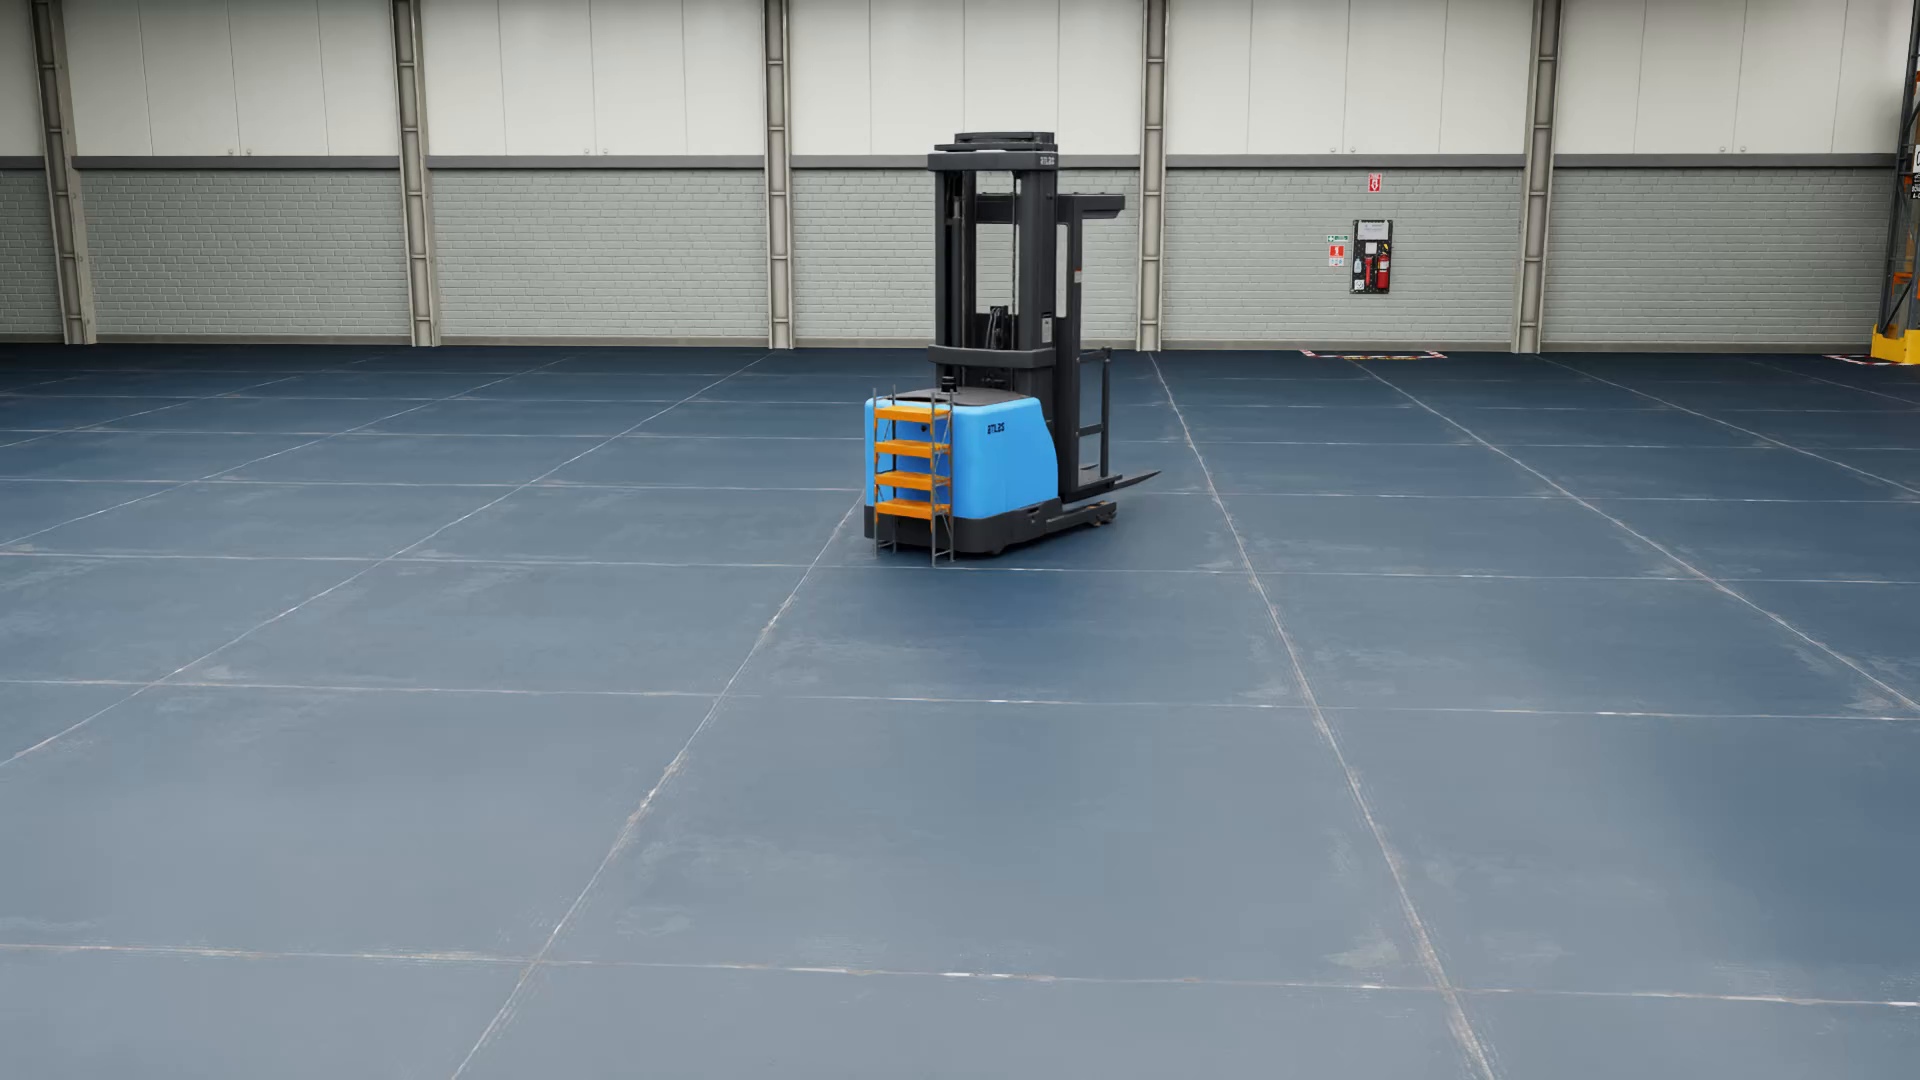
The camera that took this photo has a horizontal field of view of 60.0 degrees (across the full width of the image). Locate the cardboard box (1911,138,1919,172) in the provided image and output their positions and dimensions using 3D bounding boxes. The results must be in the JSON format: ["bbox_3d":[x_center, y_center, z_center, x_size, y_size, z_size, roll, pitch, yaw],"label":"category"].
[{"bbox_3d":[14.709,-5.796,25.029,0.500,0.500,0.500,2,12,8],"label":"cardboard box"}]

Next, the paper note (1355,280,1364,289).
[{"bbox_3d":[6.411,-4.099,26.688,0.142,0.148,0.016,1,12,4],"label":"paper note"}]

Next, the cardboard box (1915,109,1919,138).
[{"bbox_3d":[14.724,-6.287,24.934,0.500,0.500,0.500,1,12,6],"label":"cardboard box"}]

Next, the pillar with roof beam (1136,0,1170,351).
[{"bbox_3d":[2.772,-6.611,21.894,0.400,9.000,9.100,1,12,4],"label":"pillar with roof beam"}]

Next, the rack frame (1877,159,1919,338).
[{"bbox_3d":[14.276,-4.223,25.129,0.127,3.000,1.000,1,12,4],"label":"rack frame"}]

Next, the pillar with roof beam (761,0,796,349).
[{"bbox_3d":[-3.215,-6.693,22.286,0.400,9.000,9.100,1,12,4],"label":"pillar with roof beam"}]

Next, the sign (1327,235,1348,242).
[{"bbox_3d":[6.042,-4.817,26.589,0.331,0.109,0.001,1,12,4],"label":"sign"}]

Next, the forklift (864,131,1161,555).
[{"bbox_3d":[0.556,-1.581,12.669,1.130,2.935,3.031,8,14,34],"label":"forklift"}]

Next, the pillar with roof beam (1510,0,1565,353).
[{"bbox_3d":[8.758,-6.529,21.502,0.400,9.000,9.100,1,12,4],"label":"pillar with roof beam"}]

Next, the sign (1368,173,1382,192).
[{"bbox_3d":[6.581,-5.669,26.380,0.199,0.298,0.001,1,12,4],"label":"sign"}]

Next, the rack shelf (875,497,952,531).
[{"bbox_3d":[-0.320,-0.185,11.520,0.480,0.148,0.258,8,14,33],"label":"rack shelf"}]

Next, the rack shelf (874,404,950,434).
[{"bbox_3d":[-0.320,-0.830,11.385,0.480,0.148,0.258,8,14,33],"label":"rack shelf"}]

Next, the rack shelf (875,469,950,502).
[{"bbox_3d":[-0.320,-0.379,11.479,0.480,0.148,0.258,8,14,33],"label":"rack shelf"}]

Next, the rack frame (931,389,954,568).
[{"bbox_3d":[-0.118,-0.417,11.332,0.015,1.200,0.240,8,14,33],"label":"rack frame"}]

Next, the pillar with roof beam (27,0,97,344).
[{"bbox_3d":[-15.188,-6.857,23.071,0.400,9.000,9.100,1,12,4],"label":"pillar with roof beam"}]

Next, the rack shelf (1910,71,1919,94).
[{"bbox_3d":[16.272,-6.778,24.458,4.000,0.370,1.077,1,12,4],"label":"rack shelf"}]

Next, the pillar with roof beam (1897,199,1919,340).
[{"bbox_3d":[14.745,-6.447,21.109,0.400,9.000,9.100,1,12,4],"label":"pillar with roof beam"}]

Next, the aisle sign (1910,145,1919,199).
[{"bbox_3d":[14.184,-5.435,24.574,0.004,0.787,0.394,1,12,4],"label":"aisle sign"}]

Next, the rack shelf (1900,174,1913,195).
[{"bbox_3d":[16.272,-5.311,24.764,4.000,0.370,1.077,1,12,4],"label":"rack shelf"}]

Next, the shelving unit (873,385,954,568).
[{"bbox_3d":[-0.320,-0.445,11.465,0.503,1.200,0.258,8,14,33],"label":"shelving unit"}]

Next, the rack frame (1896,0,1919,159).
[{"bbox_3d":[14.276,-7.159,24.515,0.127,3.000,1.000,1,12,4],"label":"rack frame"}]

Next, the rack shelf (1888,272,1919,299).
[{"bbox_3d":[16.272,-3.843,25.072,4.000,0.370,1.077,1,12,4],"label":"rack shelf"}]

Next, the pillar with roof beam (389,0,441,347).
[{"bbox_3d":[-9.202,-6.775,22.679,0.400,9.000,9.100,1,12,4],"label":"pillar with roof beam"}]

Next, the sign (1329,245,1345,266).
[{"bbox_3d":[6.038,-4.560,26.652,0.234,0.329,0.001,1,12,4],"label":"sign"}]

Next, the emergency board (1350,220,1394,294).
[{"bbox_3d":[6.583,-4.514,26.519,0.643,1.169,0.194,1,12,4],"label":"emergency board"}]

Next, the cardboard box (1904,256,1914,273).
[{"bbox_3d":[14.755,-4.192,25.301,0.500,0.250,0.500,1,12,5],"label":"cardboard box"}]

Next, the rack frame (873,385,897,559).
[{"bbox_3d":[-0.523,-0.473,11.599,0.015,1.200,0.240,8,14,33],"label":"rack frame"}]

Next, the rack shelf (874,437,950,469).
[{"bbox_3d":[-0.320,-0.598,11.433,0.480,0.148,0.258,8,14,33],"label":"rack shelf"}]

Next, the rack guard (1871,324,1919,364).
[{"bbox_3d":[14.352,-2.998,25.380,0.348,0.500,1.175,1,12,4],"label":"rack guard"}]

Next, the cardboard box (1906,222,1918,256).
[{"bbox_3d":[14.761,-4.563,25.242,0.500,0.500,0.500,1,12,3],"label":"cardboard box"}]
